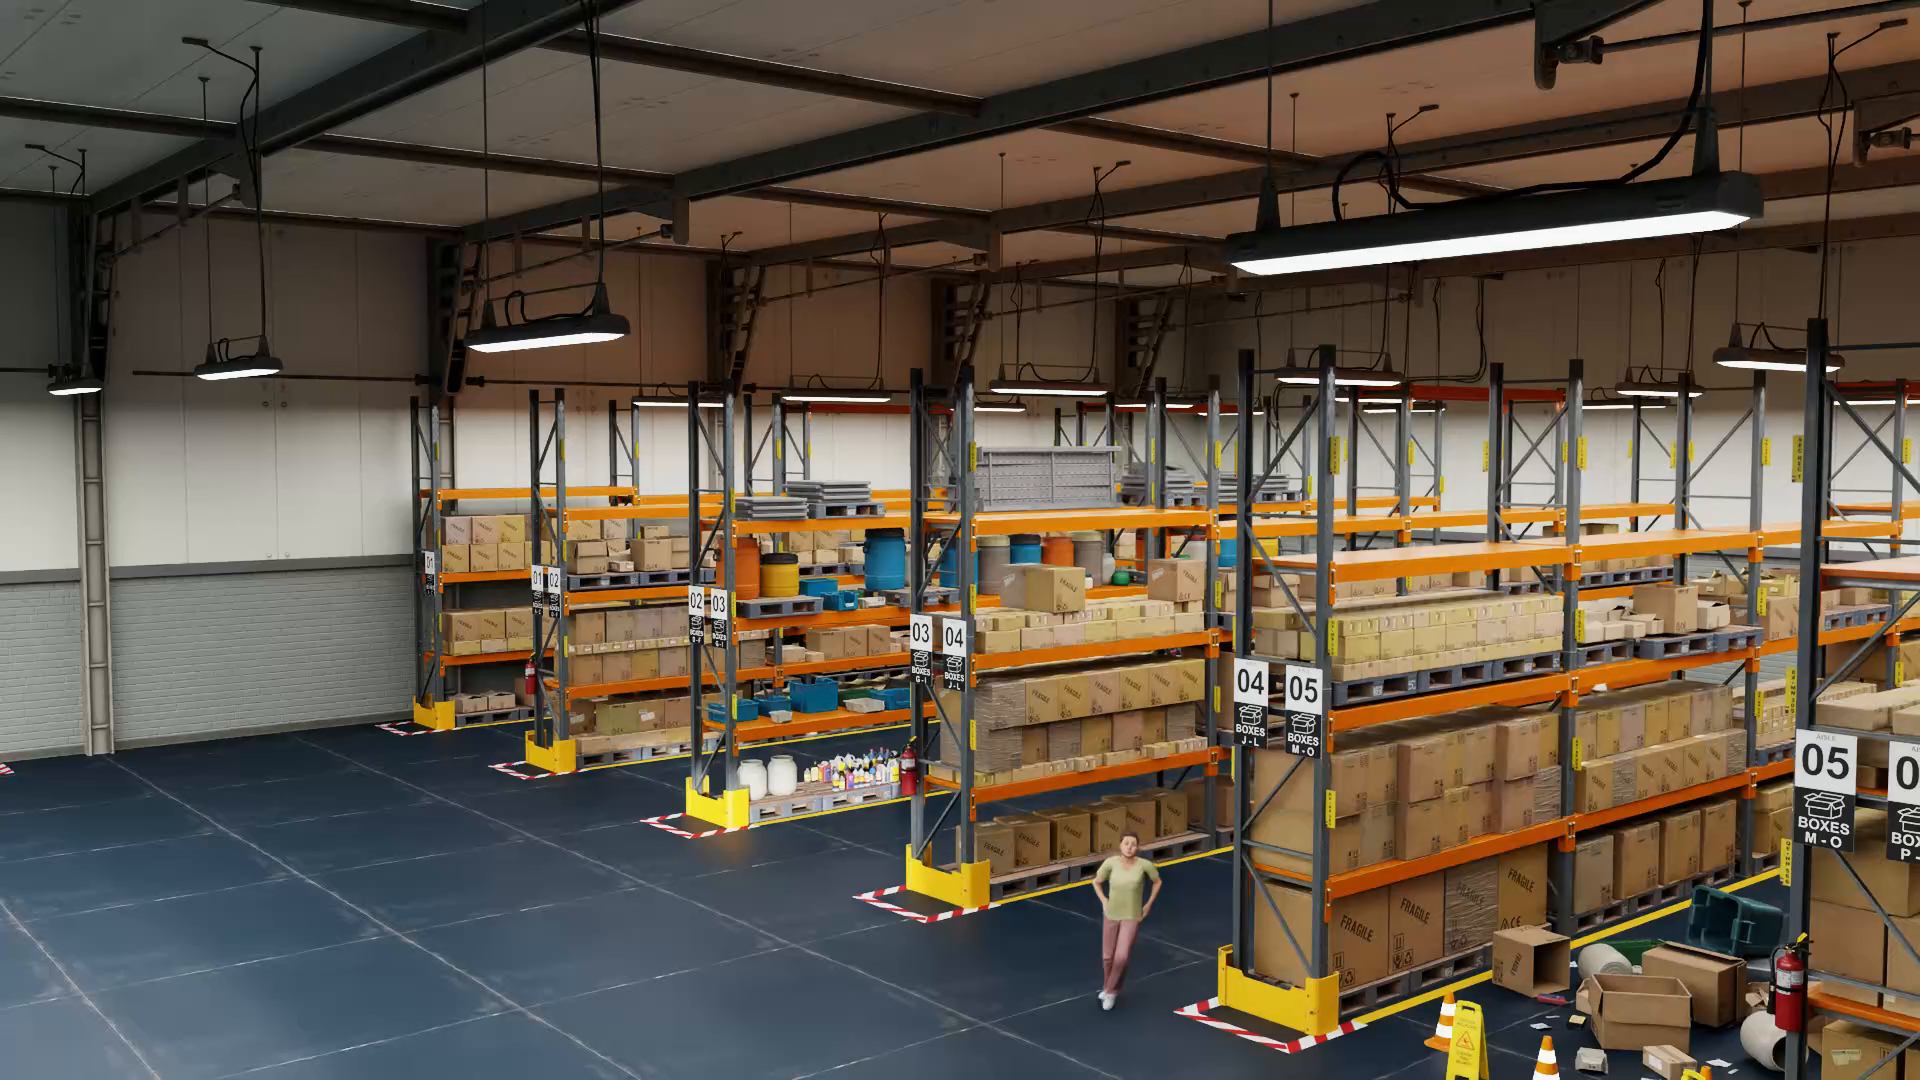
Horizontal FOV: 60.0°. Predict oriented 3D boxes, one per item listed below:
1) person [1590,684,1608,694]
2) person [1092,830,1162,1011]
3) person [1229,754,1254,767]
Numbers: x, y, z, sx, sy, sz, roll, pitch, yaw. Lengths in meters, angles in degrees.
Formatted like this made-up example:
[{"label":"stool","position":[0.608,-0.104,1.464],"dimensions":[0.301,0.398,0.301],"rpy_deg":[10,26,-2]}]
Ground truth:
[{"label":"person","position":[9.027,2.901,23.479],"dimensions":[0.979,1.765,0.711],"rpy_deg":[-3,5,-43]},{"label":"person","position":[1.499,3.448,15.115],"dimensions":[0.603,1.632,0.626],"rpy_deg":[1,4,18]},{"label":"person","position":[4.366,2.779,25.659],"dimensions":[0.661,1.746,0.767],"rpy_deg":[3,5,42]}]
